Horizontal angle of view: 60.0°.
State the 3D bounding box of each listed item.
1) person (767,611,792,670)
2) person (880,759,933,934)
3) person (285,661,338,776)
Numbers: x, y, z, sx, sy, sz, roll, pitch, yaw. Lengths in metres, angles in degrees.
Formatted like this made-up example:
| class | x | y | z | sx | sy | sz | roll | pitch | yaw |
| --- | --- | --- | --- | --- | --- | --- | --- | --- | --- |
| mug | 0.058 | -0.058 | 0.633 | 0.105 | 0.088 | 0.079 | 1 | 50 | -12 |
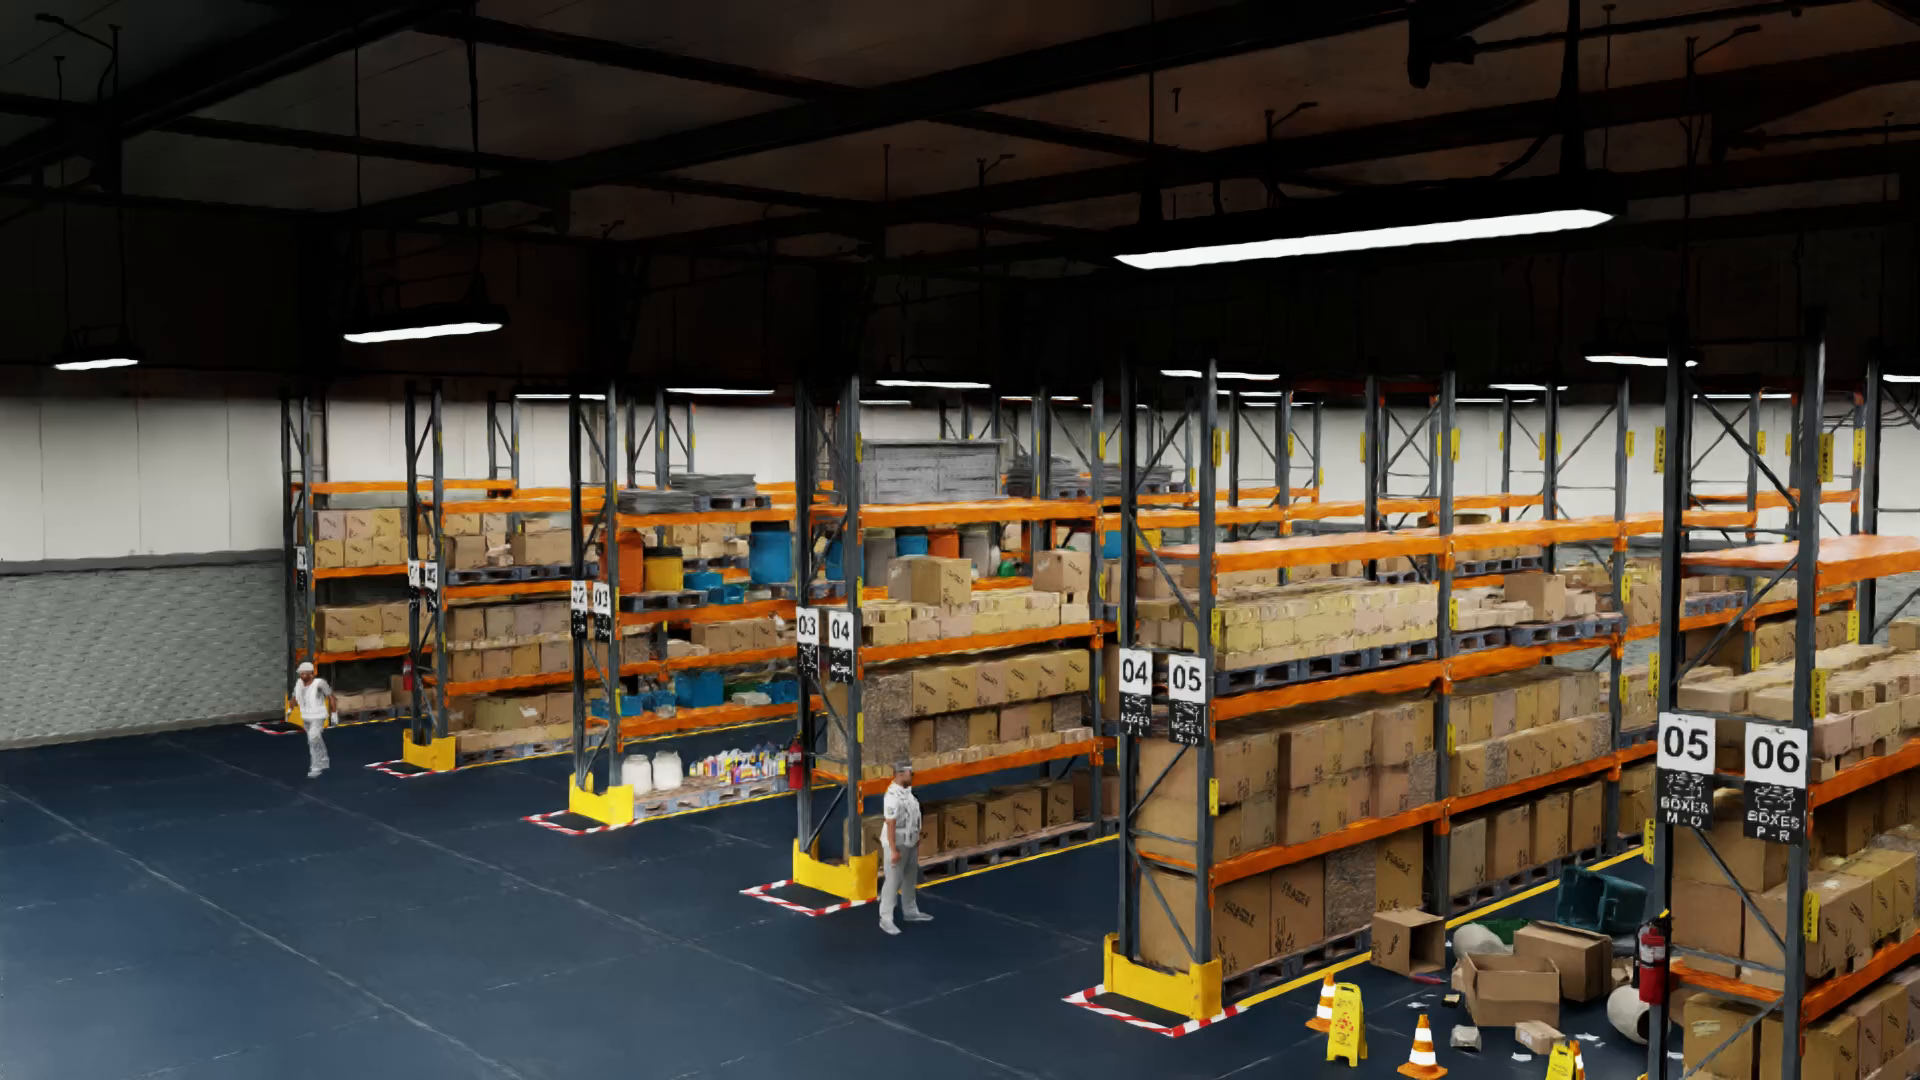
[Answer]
| class | x | y | z | sx | sy | sz | roll | pitch | yaw |
| --- | --- | --- | --- | --- | --- | --- | --- | --- | --- |
| person | -3.873 | 2.141 | 34.741 | 1.080 | 1.583 | 0.497 | -3 | 5 | -41 |
| person | -0.577 | 3.161 | 17.347 | 0.492 | 1.767 | 0.627 | 1 | 4 | 19 |
| person | -9.801 | 2.683 | 25.203 | 0.687 | 1.721 | 0.777 | 2 | 4 | 26 |
